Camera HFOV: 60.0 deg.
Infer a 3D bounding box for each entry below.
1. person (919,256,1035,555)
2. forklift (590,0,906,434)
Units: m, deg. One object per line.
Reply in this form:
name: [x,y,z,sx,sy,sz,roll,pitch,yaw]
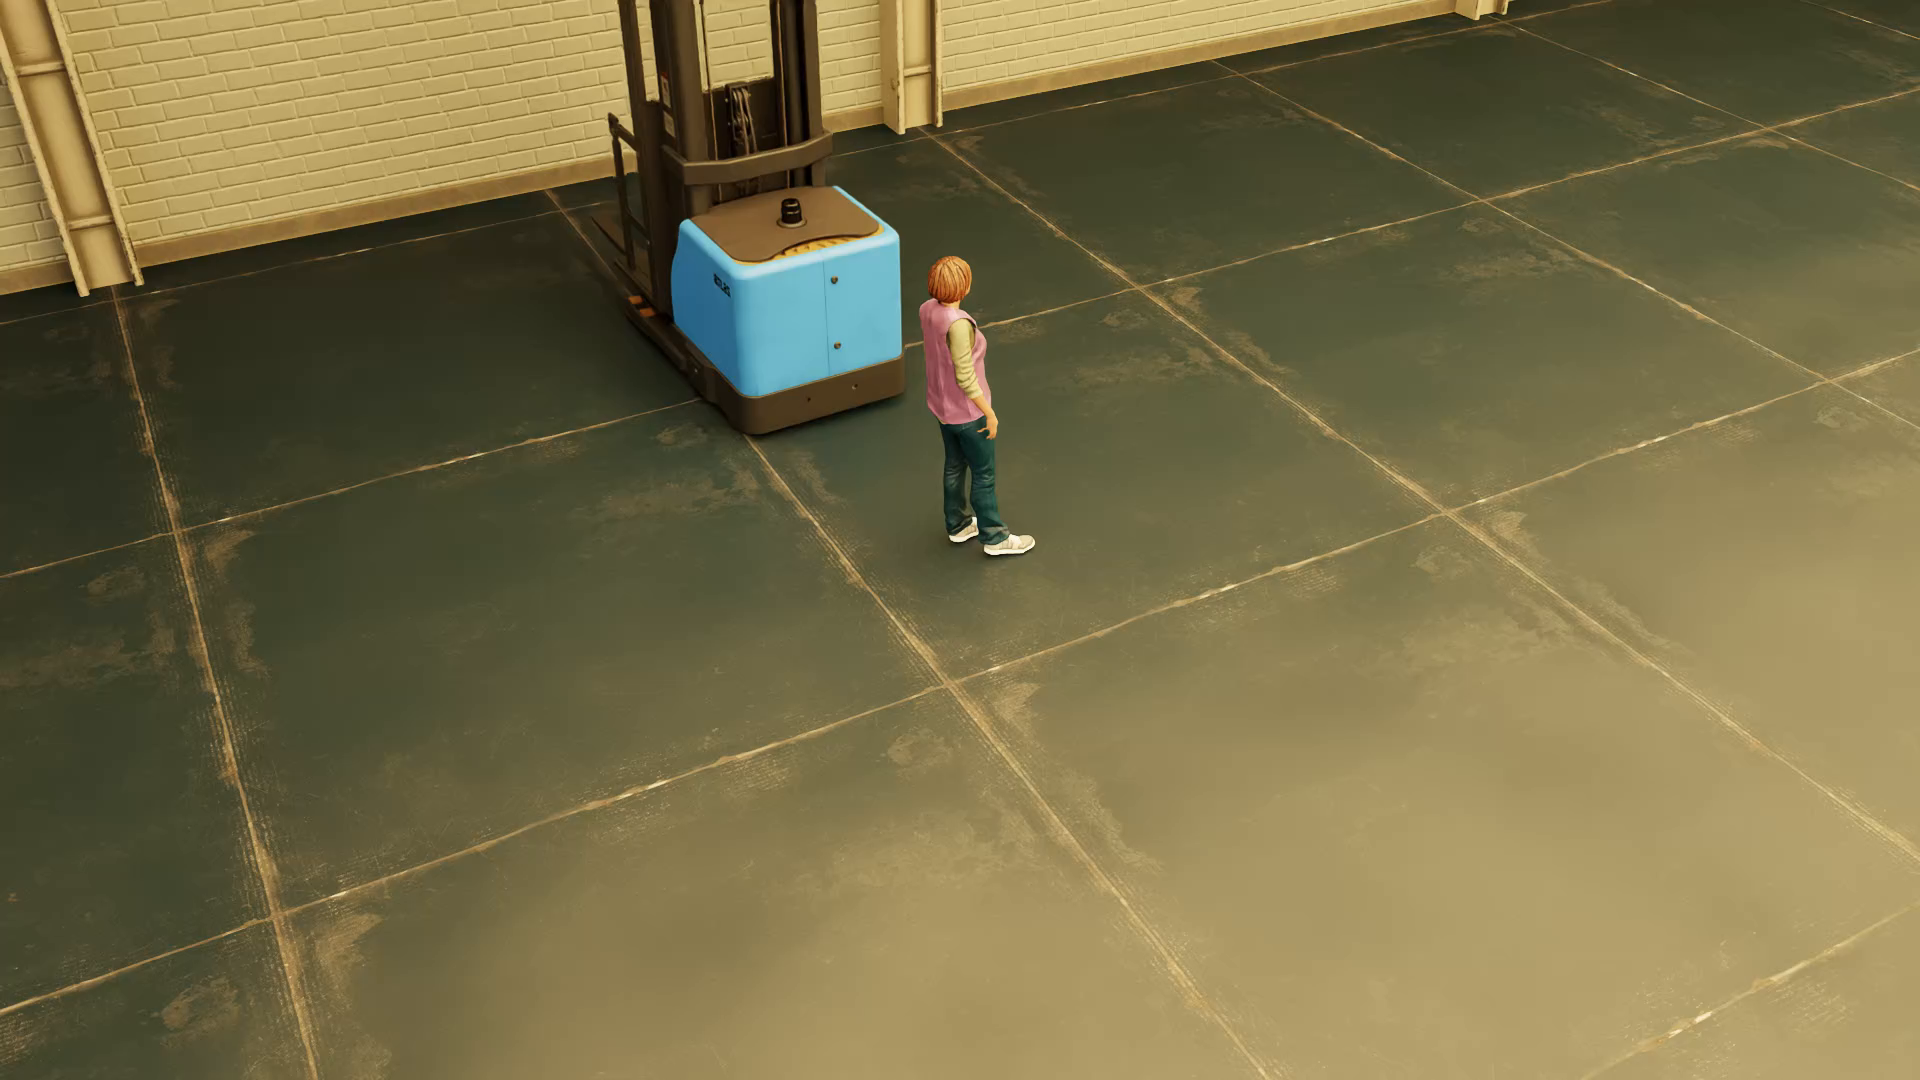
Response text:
person: [0.071,-0.671,8.215,0.475,1.596,0.520,-17,39,-23]
forklift: [-1.499,-2.618,9.826,1.130,2.935,3.031,-19,39,-24]
